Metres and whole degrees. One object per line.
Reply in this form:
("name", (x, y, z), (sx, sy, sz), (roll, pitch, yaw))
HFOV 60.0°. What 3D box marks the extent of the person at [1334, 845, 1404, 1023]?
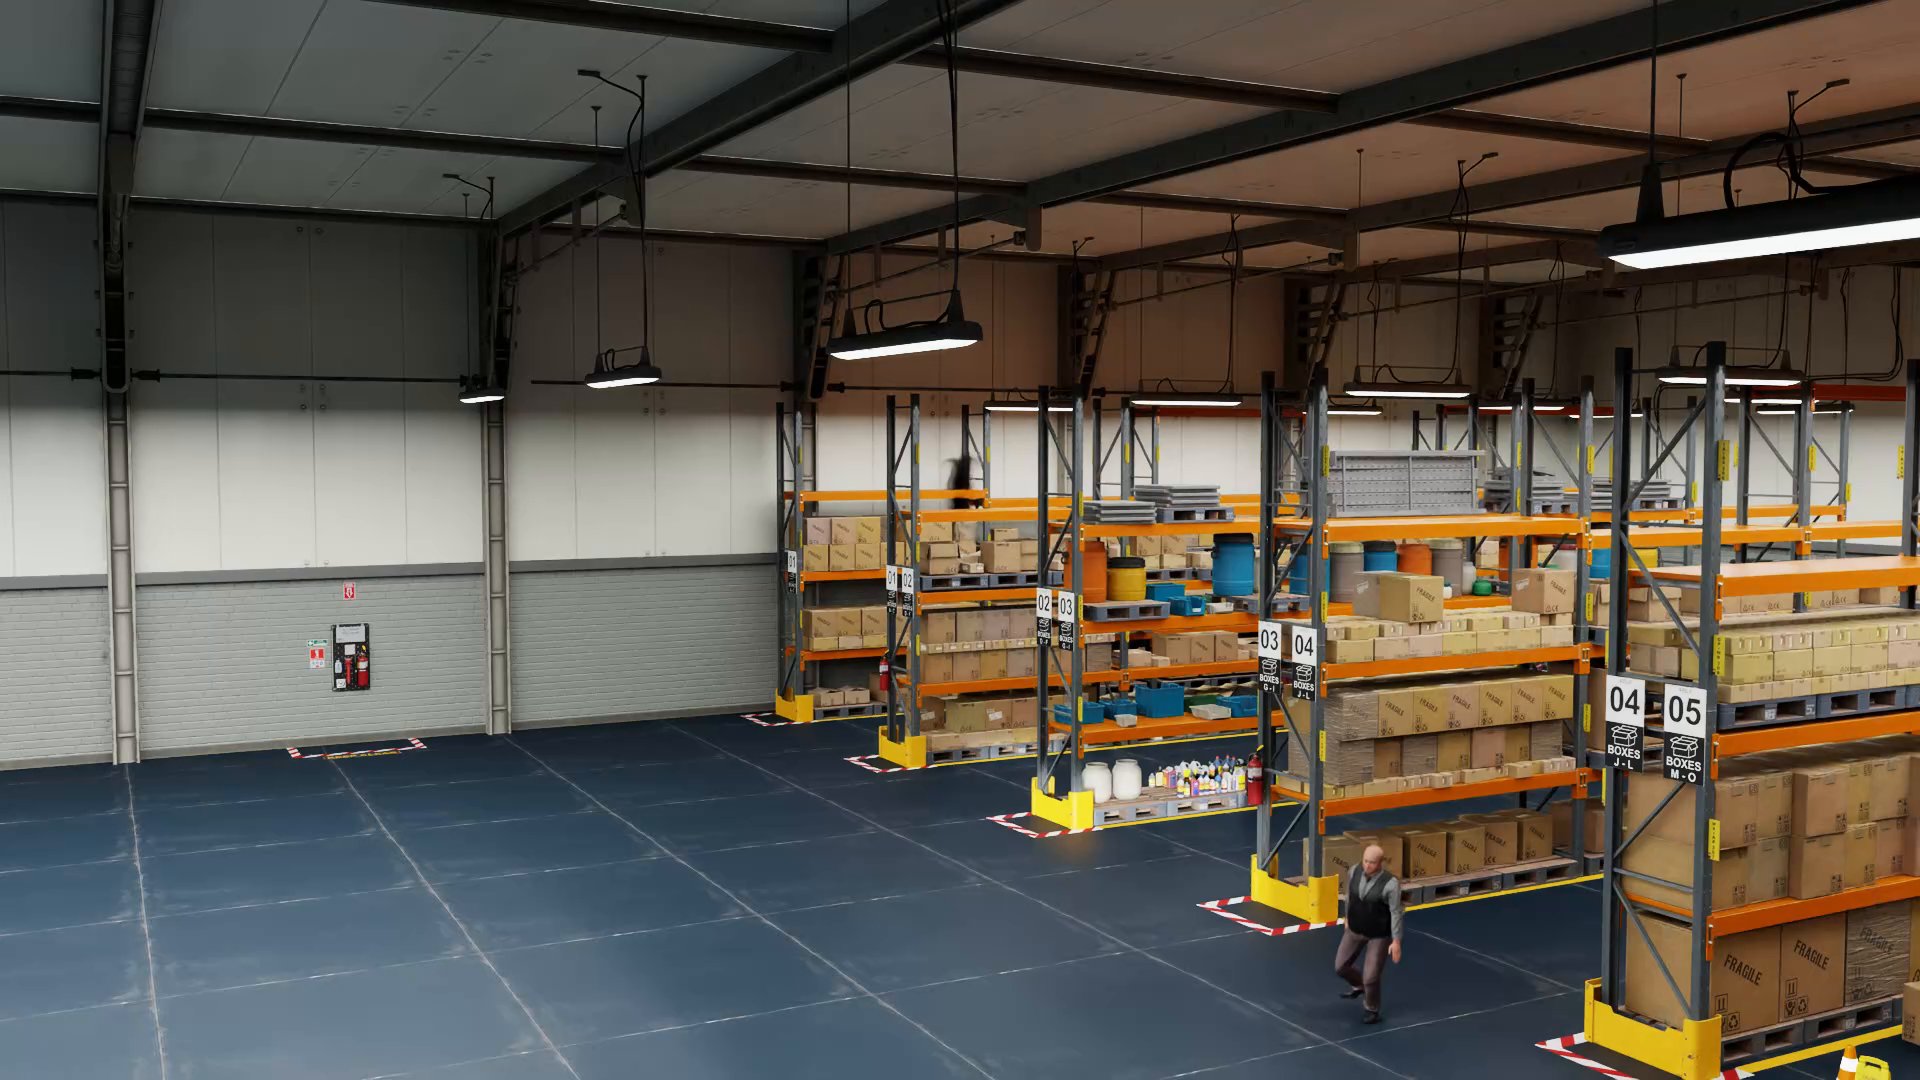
("person", (3.683, 3.490, 14.880), (0.785, 1.640, 0.624), (3, 4, 43))
